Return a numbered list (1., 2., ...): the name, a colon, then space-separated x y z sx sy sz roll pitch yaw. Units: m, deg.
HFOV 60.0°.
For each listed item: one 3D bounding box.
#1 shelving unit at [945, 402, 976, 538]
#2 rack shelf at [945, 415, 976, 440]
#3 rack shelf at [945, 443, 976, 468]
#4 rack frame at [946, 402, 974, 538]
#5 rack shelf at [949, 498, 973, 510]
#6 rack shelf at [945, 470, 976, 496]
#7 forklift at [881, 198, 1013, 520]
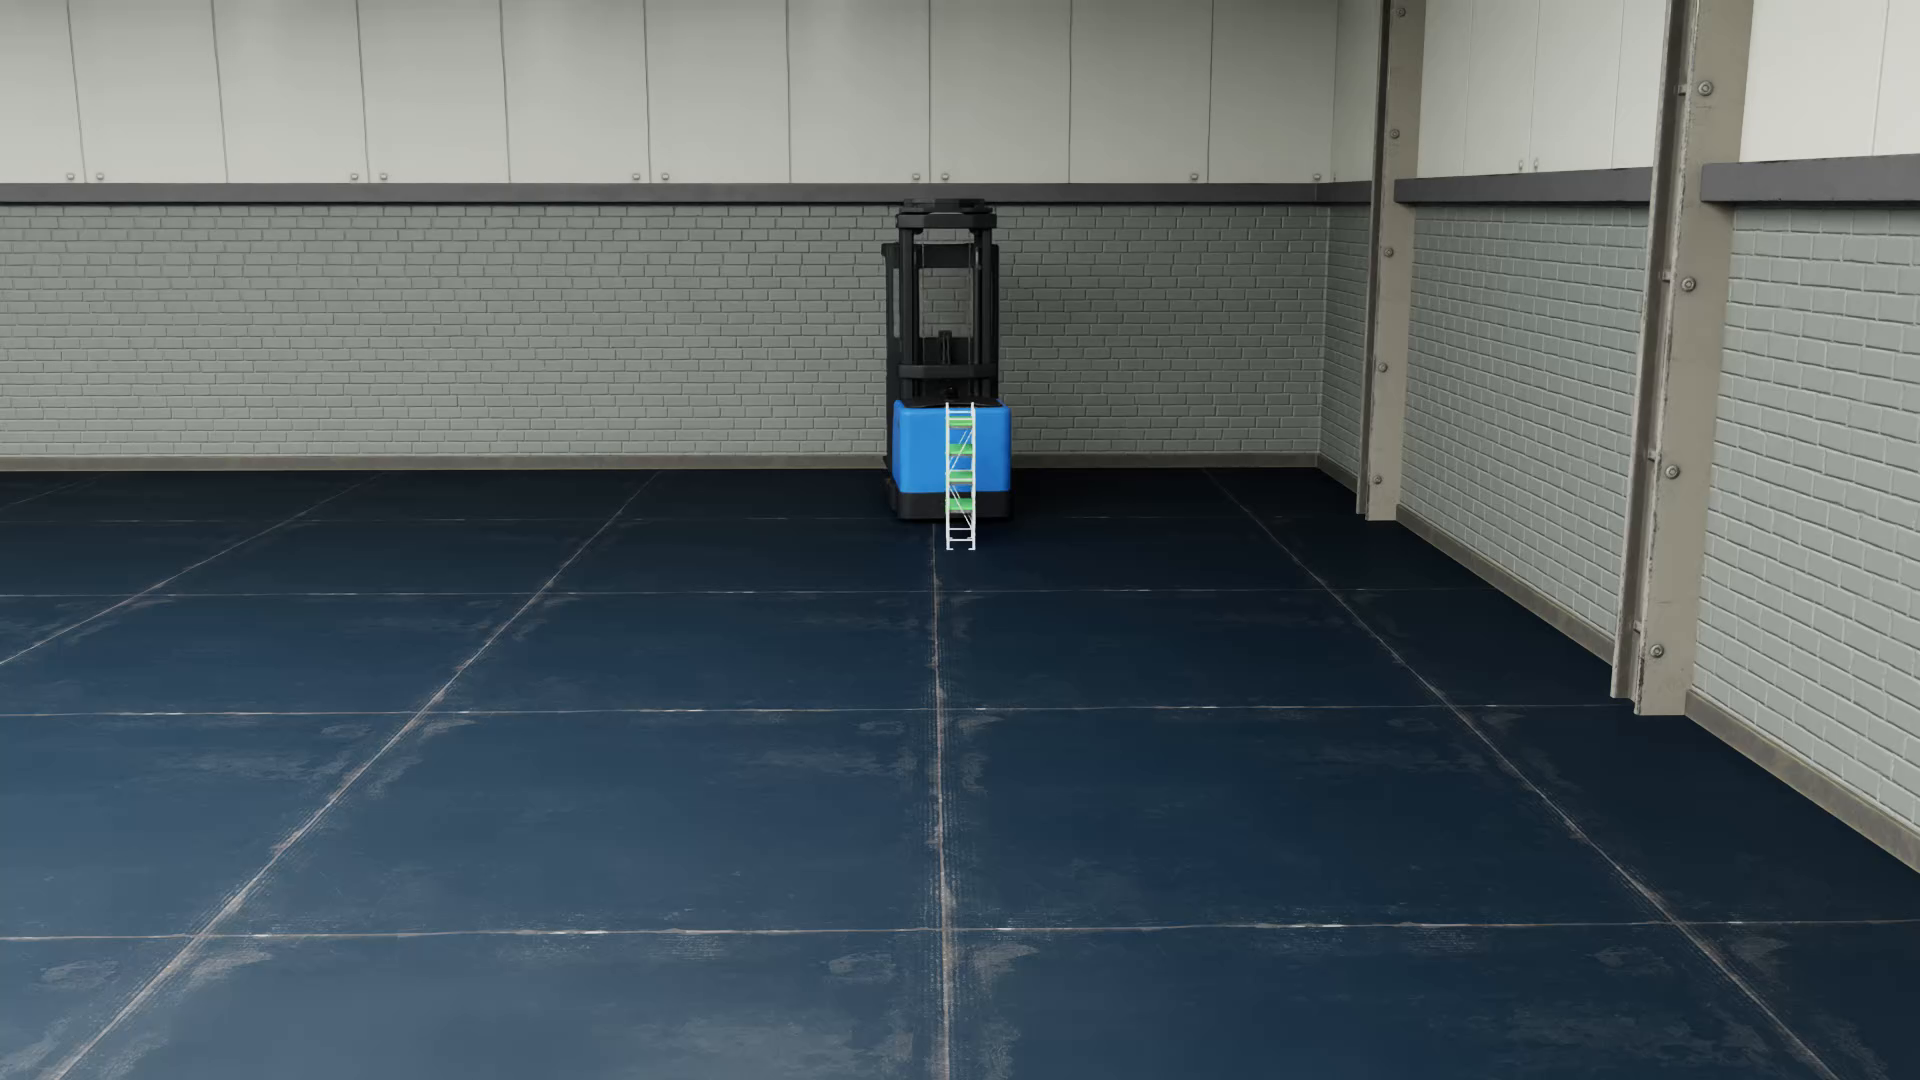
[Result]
1. shelving unit: 0.003 -0.556 14.283 0.258 1.200 0.492 0 11 -1
2. rack shelf: 0.003 -0.963 14.195 0.258 0.148 0.480 0 11 -1
3. rack shelf: 0.003 -0.728 14.243 0.258 0.148 0.480 0 11 -1
4. rack frame: -0.002 -0.604 14.517 0.240 1.200 0.015 0 11 -1
5. rack shelf: 0.003 -0.310 14.327 0.221 0.021 0.457 0 11 -1
6. rack shelf: 0.003 -0.492 14.290 0.258 0.148 0.480 0 11 -1
7. forklift: -0.197 -1.863 16.371 1.130 2.935 3.031 -1 12 -6
